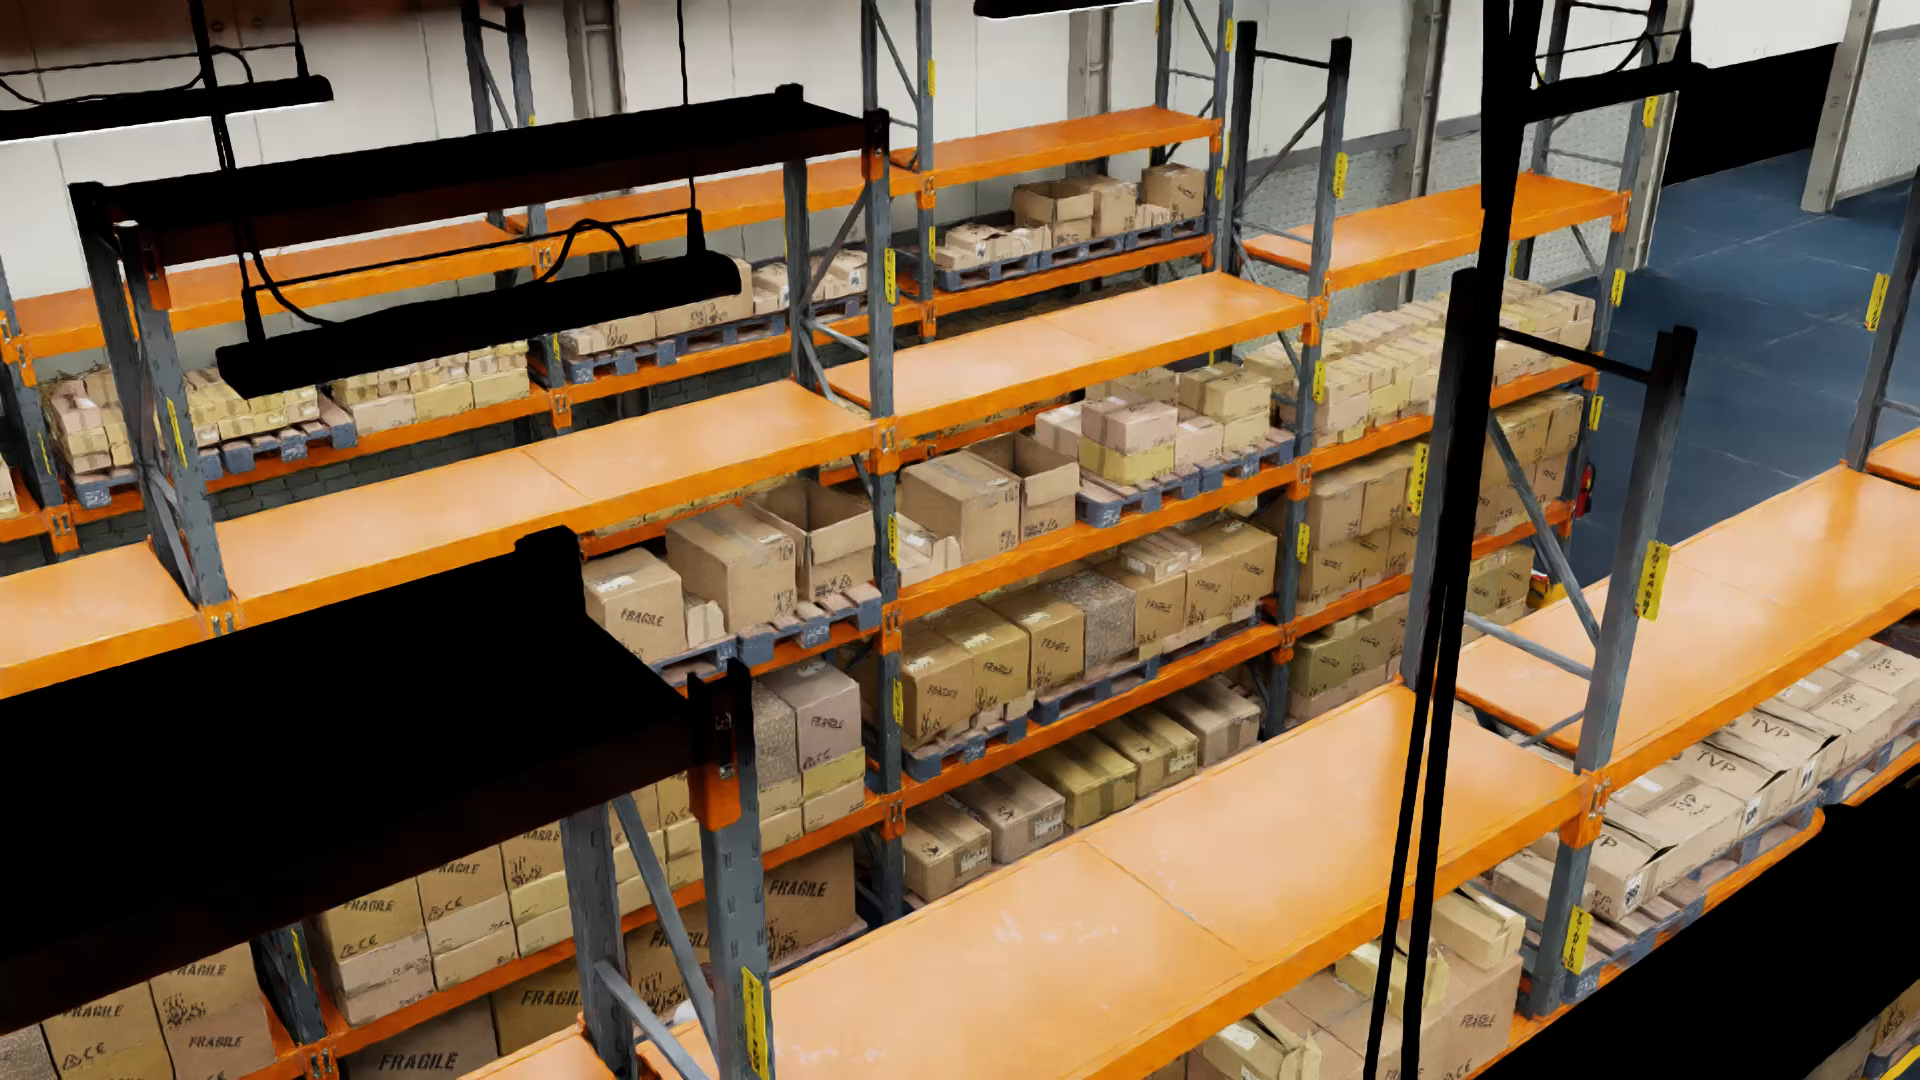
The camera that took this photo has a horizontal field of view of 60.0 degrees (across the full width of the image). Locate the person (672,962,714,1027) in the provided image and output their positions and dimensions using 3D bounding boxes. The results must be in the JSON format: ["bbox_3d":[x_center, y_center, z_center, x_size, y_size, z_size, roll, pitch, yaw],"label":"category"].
[{"bbox_3d":[-1.439,3.169,9.712,0.558,1.662,0.565,-7,27,-14],"label":"person"}]
